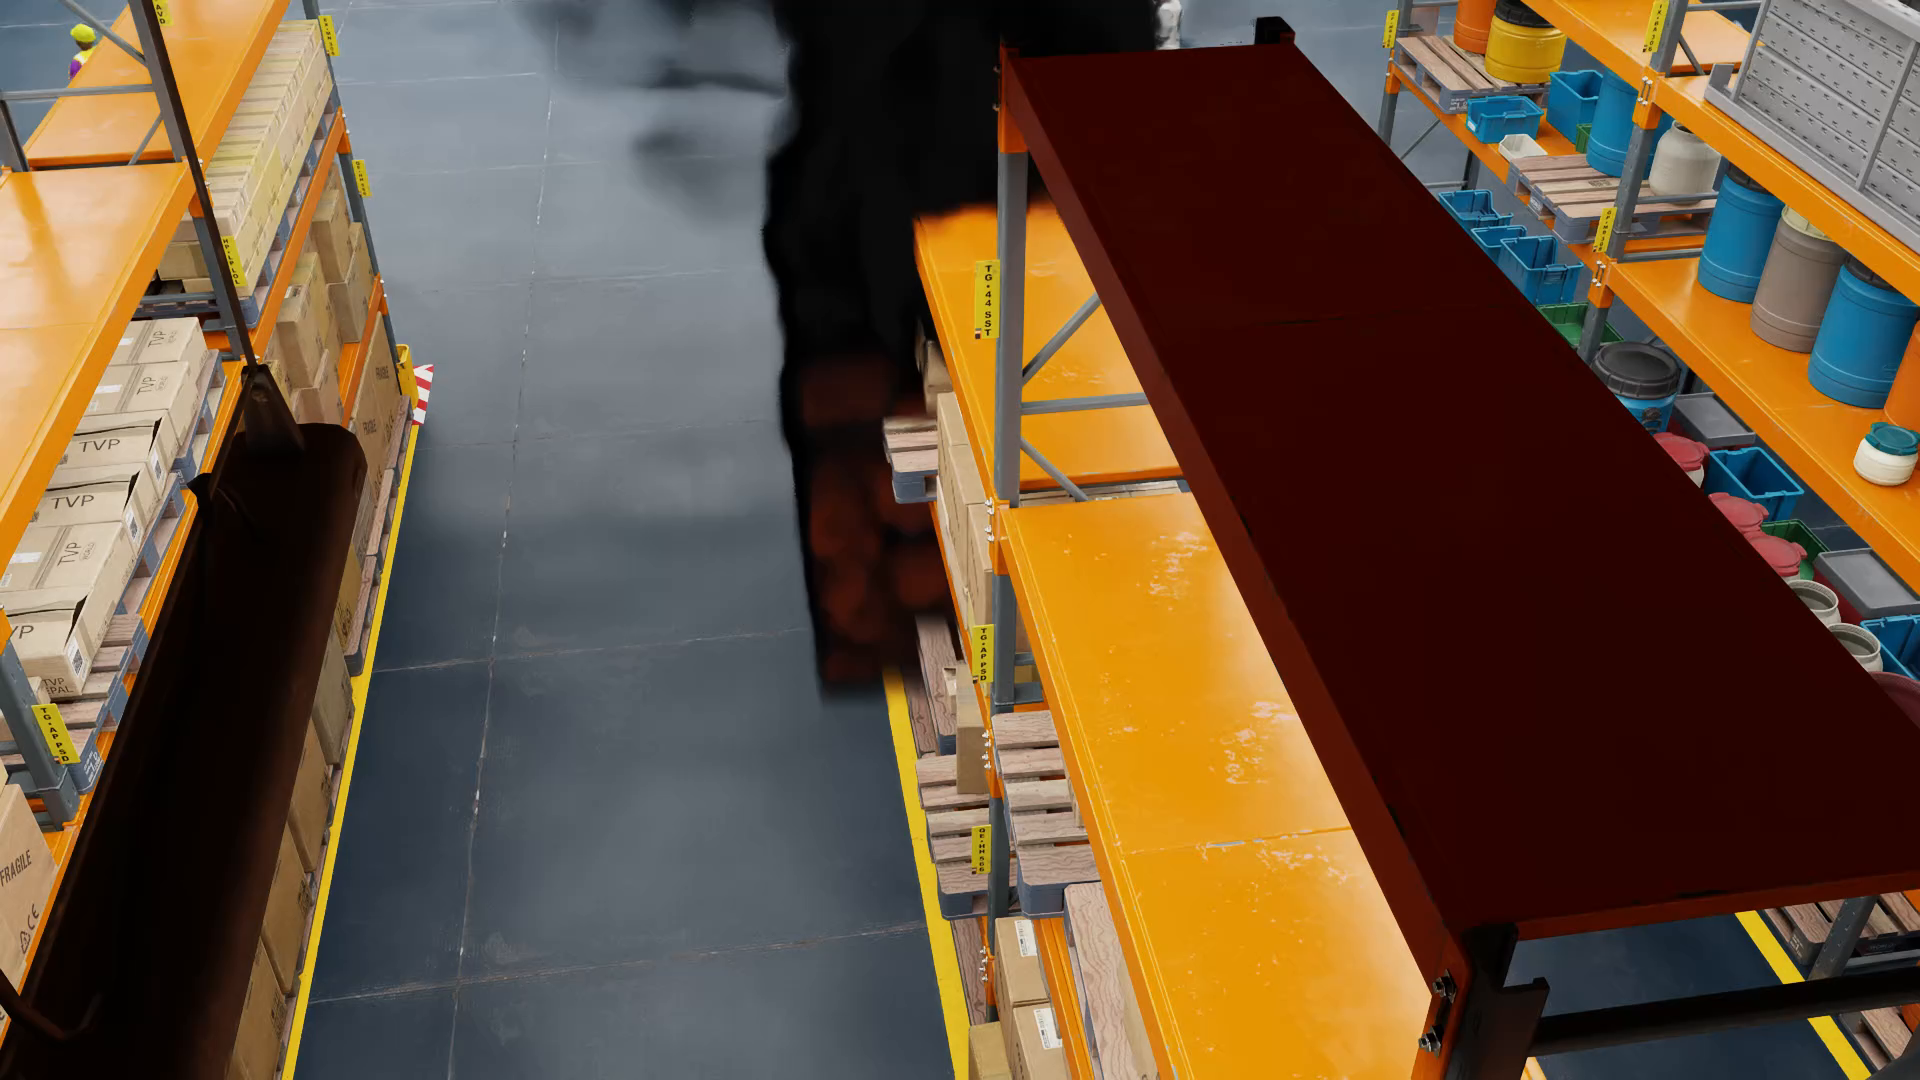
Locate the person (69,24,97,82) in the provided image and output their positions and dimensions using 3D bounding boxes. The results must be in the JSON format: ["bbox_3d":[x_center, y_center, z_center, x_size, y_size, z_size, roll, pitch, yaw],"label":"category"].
[{"bbox_3d":[-9.688,-4.988,18.776,0.595,1.722,0.692,19,40,24],"label":"person"}]

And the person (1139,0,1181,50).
[{"bbox_3d":[2.497,-5.884,20.016,0.645,1.752,0.662,11,38,14],"label":"person"}]
